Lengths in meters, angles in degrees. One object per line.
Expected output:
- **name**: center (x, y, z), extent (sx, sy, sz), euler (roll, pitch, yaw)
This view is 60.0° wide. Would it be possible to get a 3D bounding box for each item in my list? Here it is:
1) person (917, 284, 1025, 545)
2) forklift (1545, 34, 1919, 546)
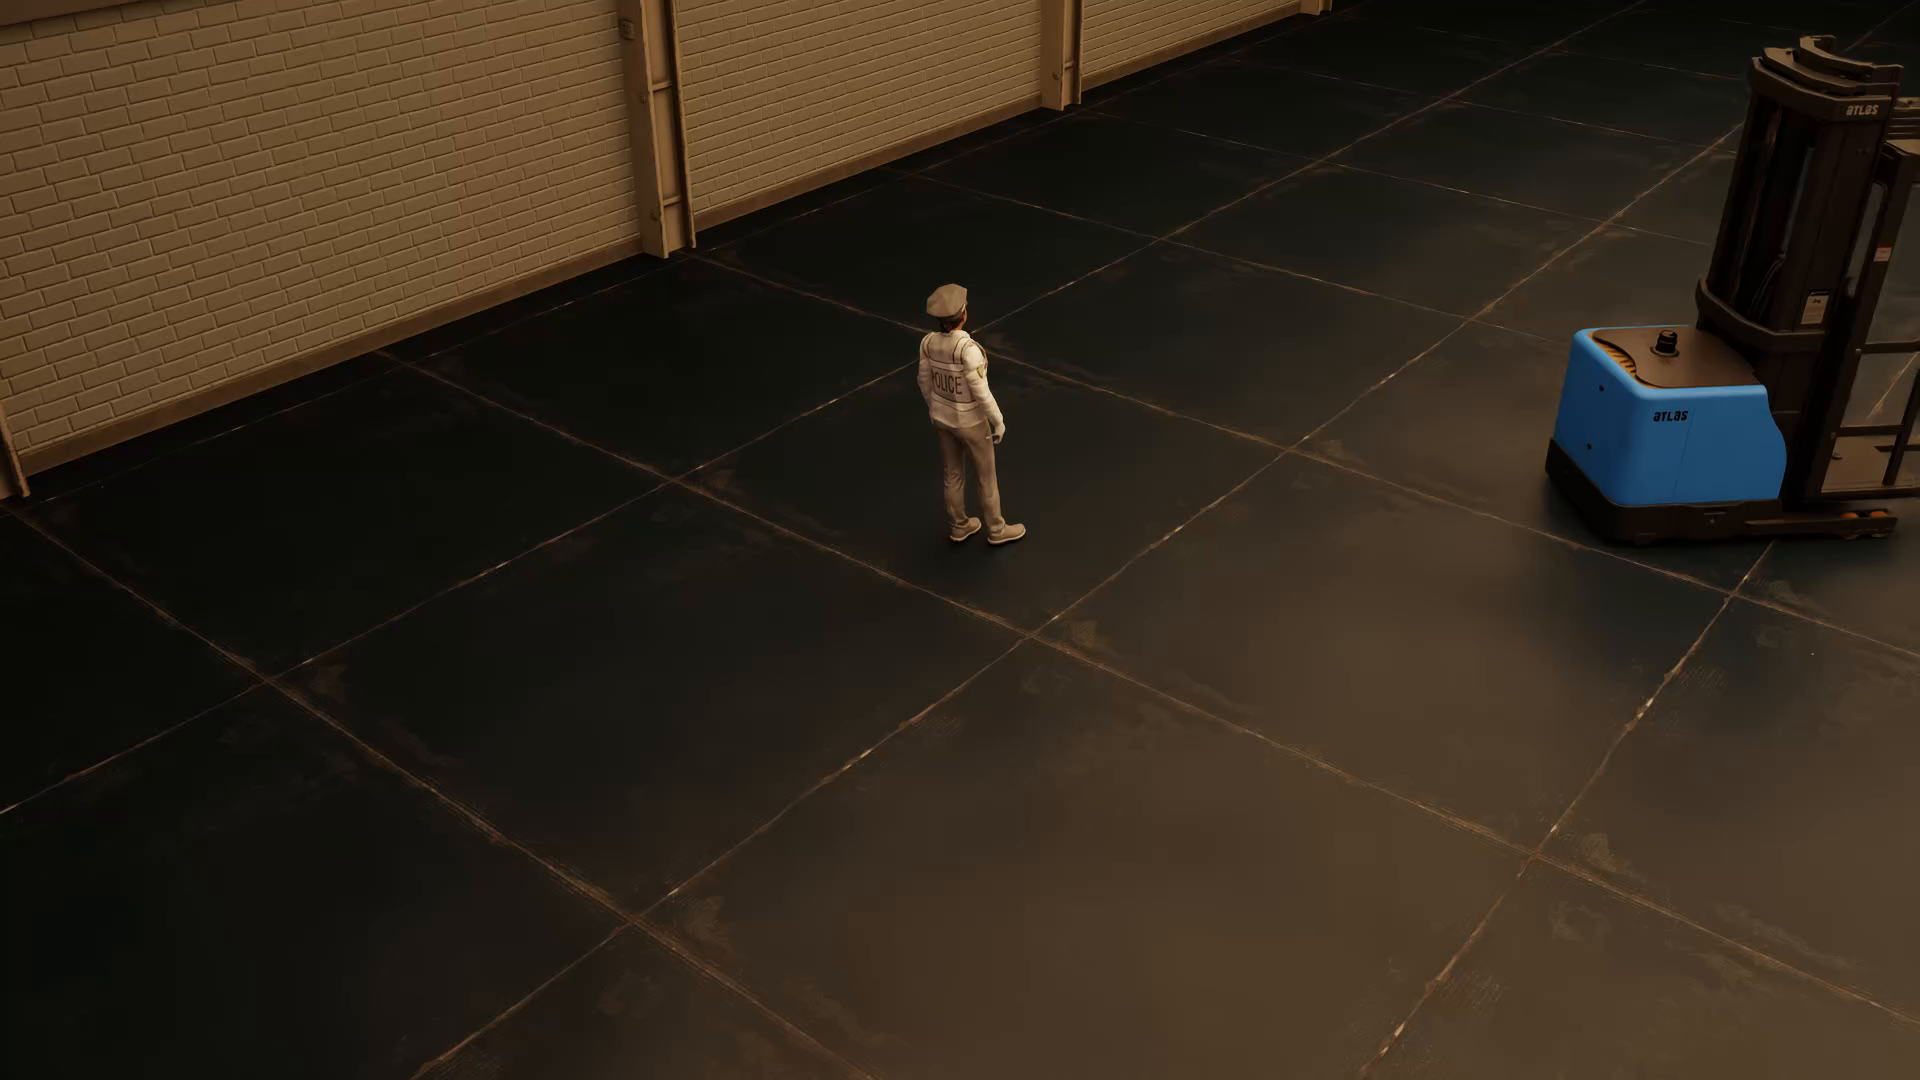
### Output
- **person**: center (0.048, -0.763, 10.112), extent (0.587, 1.695, 0.531), euler (22, 37, 33)
- **forklift**: center (5.478, -1.534, 10.221), extent (3.031, 2.935, 1.130), euler (-3, 30, -5)
